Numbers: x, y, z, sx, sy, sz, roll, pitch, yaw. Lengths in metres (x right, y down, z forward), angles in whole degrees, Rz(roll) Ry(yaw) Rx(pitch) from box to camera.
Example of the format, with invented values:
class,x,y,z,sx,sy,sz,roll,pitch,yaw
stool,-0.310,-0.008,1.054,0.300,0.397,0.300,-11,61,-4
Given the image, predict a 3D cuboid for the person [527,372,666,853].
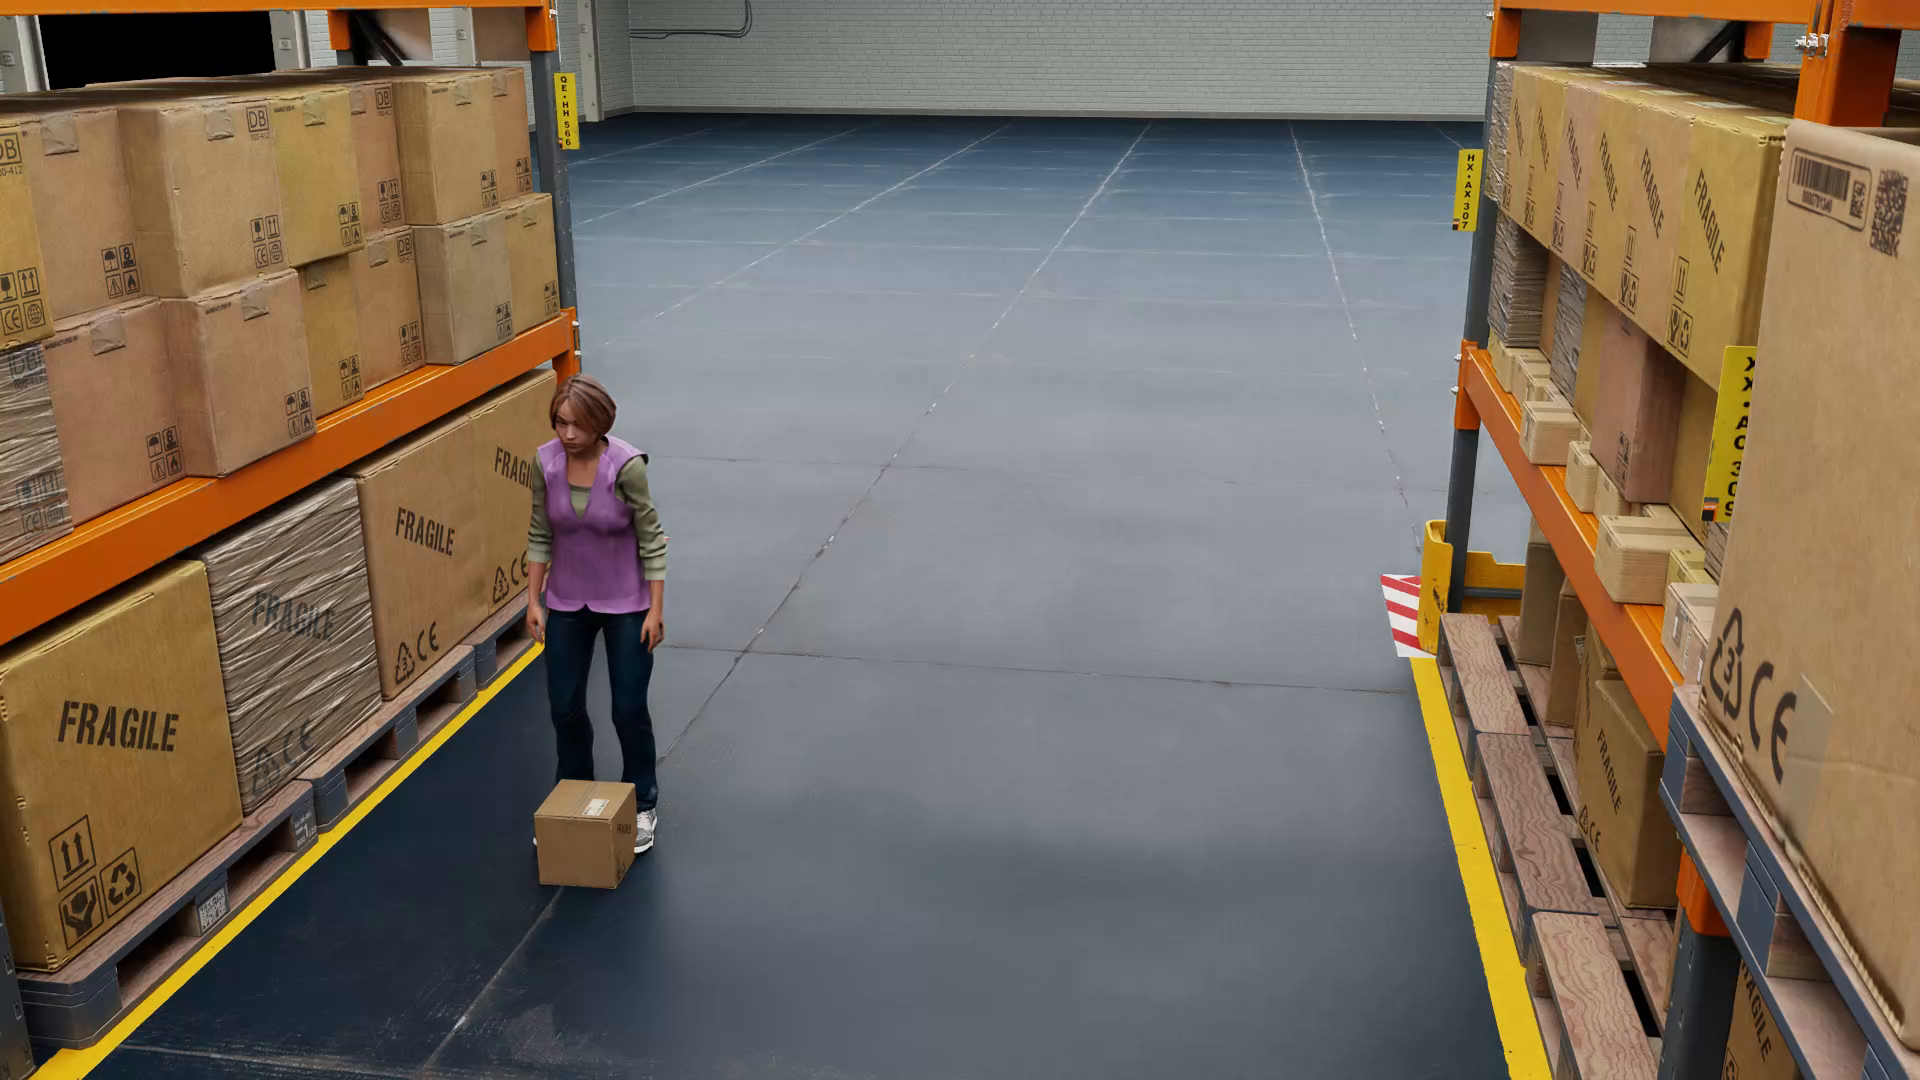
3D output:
class,x,y,z,sx,sy,sz,roll,pitch,yaw
person,-1.169,0.239,5.362,0.466,1.581,0.349,3,18,8
